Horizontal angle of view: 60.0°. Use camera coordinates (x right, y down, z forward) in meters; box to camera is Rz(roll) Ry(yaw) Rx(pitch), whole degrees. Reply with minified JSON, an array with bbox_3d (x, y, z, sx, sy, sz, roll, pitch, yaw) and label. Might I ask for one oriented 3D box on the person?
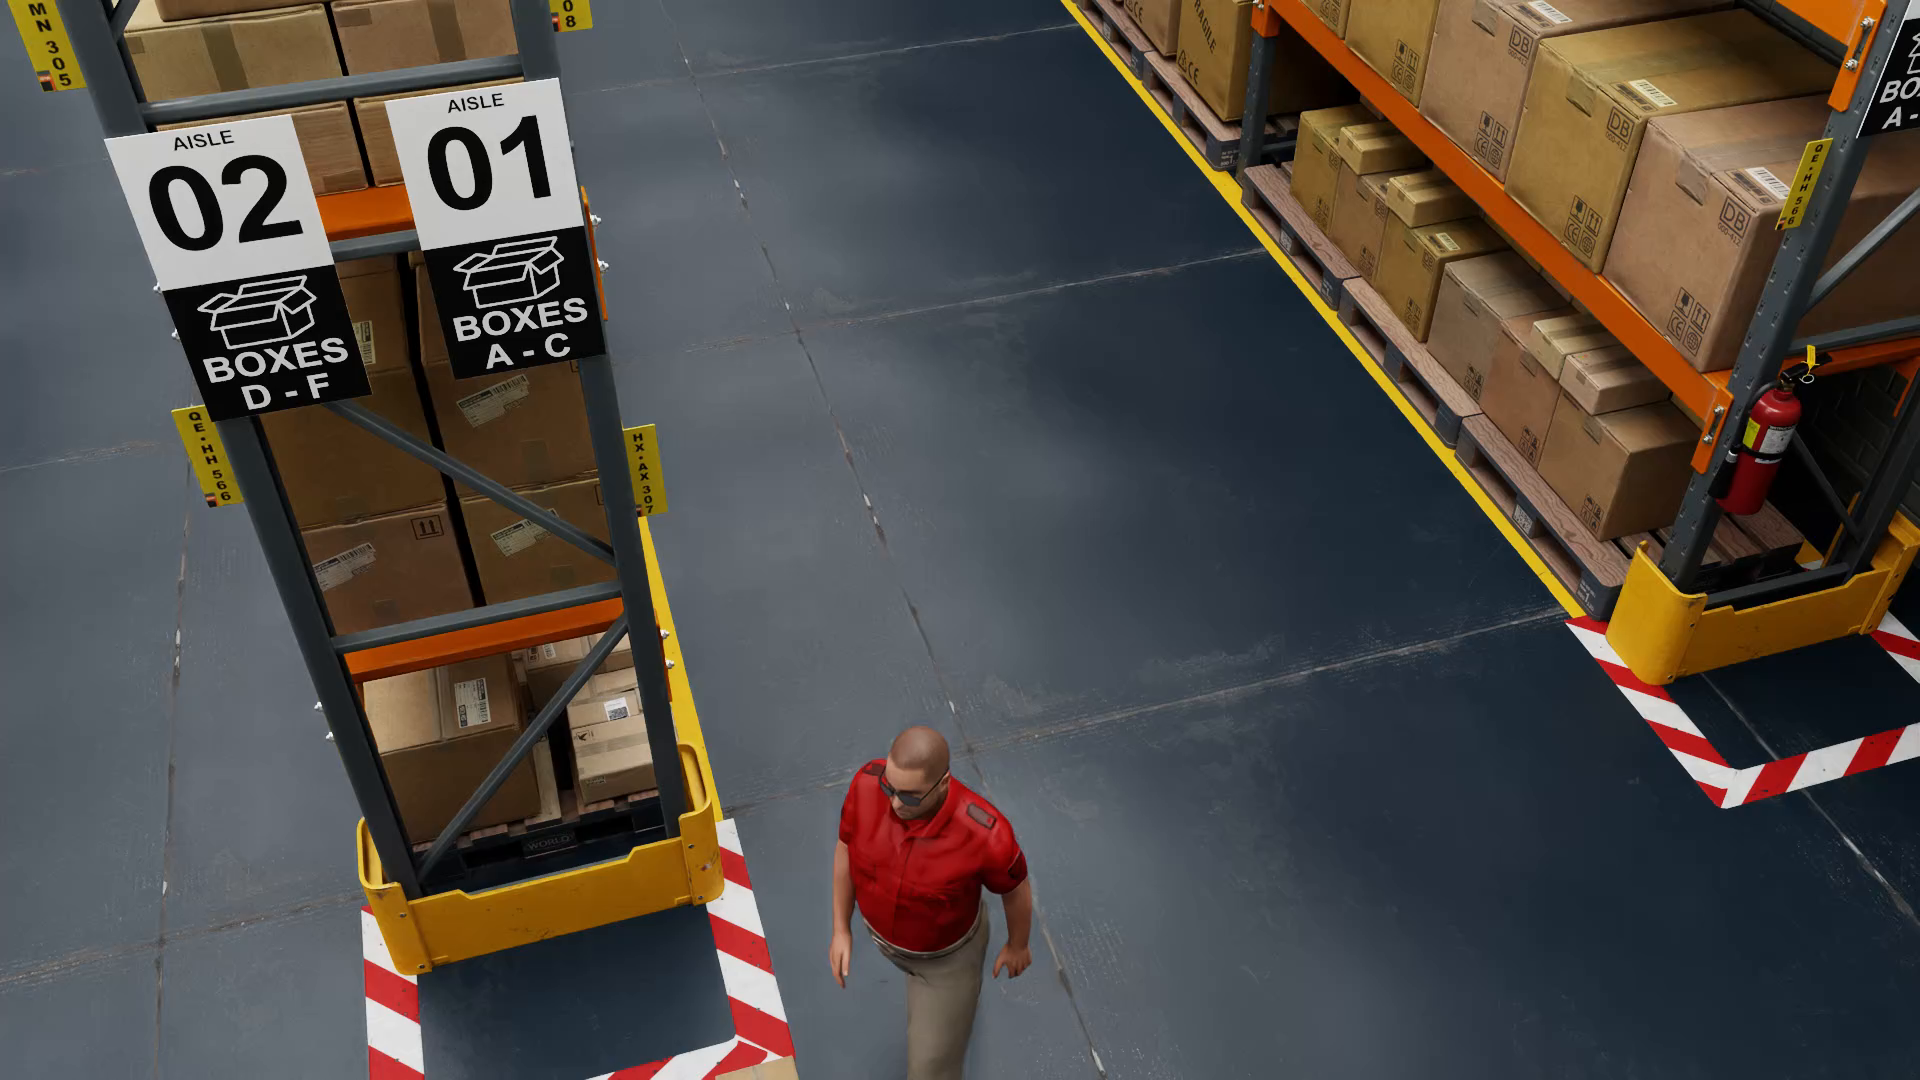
[{"bbox_3d":[-0.146,1.190,4.857,0.579,1.674,1.007,27,48,26],"label":"person"}]
